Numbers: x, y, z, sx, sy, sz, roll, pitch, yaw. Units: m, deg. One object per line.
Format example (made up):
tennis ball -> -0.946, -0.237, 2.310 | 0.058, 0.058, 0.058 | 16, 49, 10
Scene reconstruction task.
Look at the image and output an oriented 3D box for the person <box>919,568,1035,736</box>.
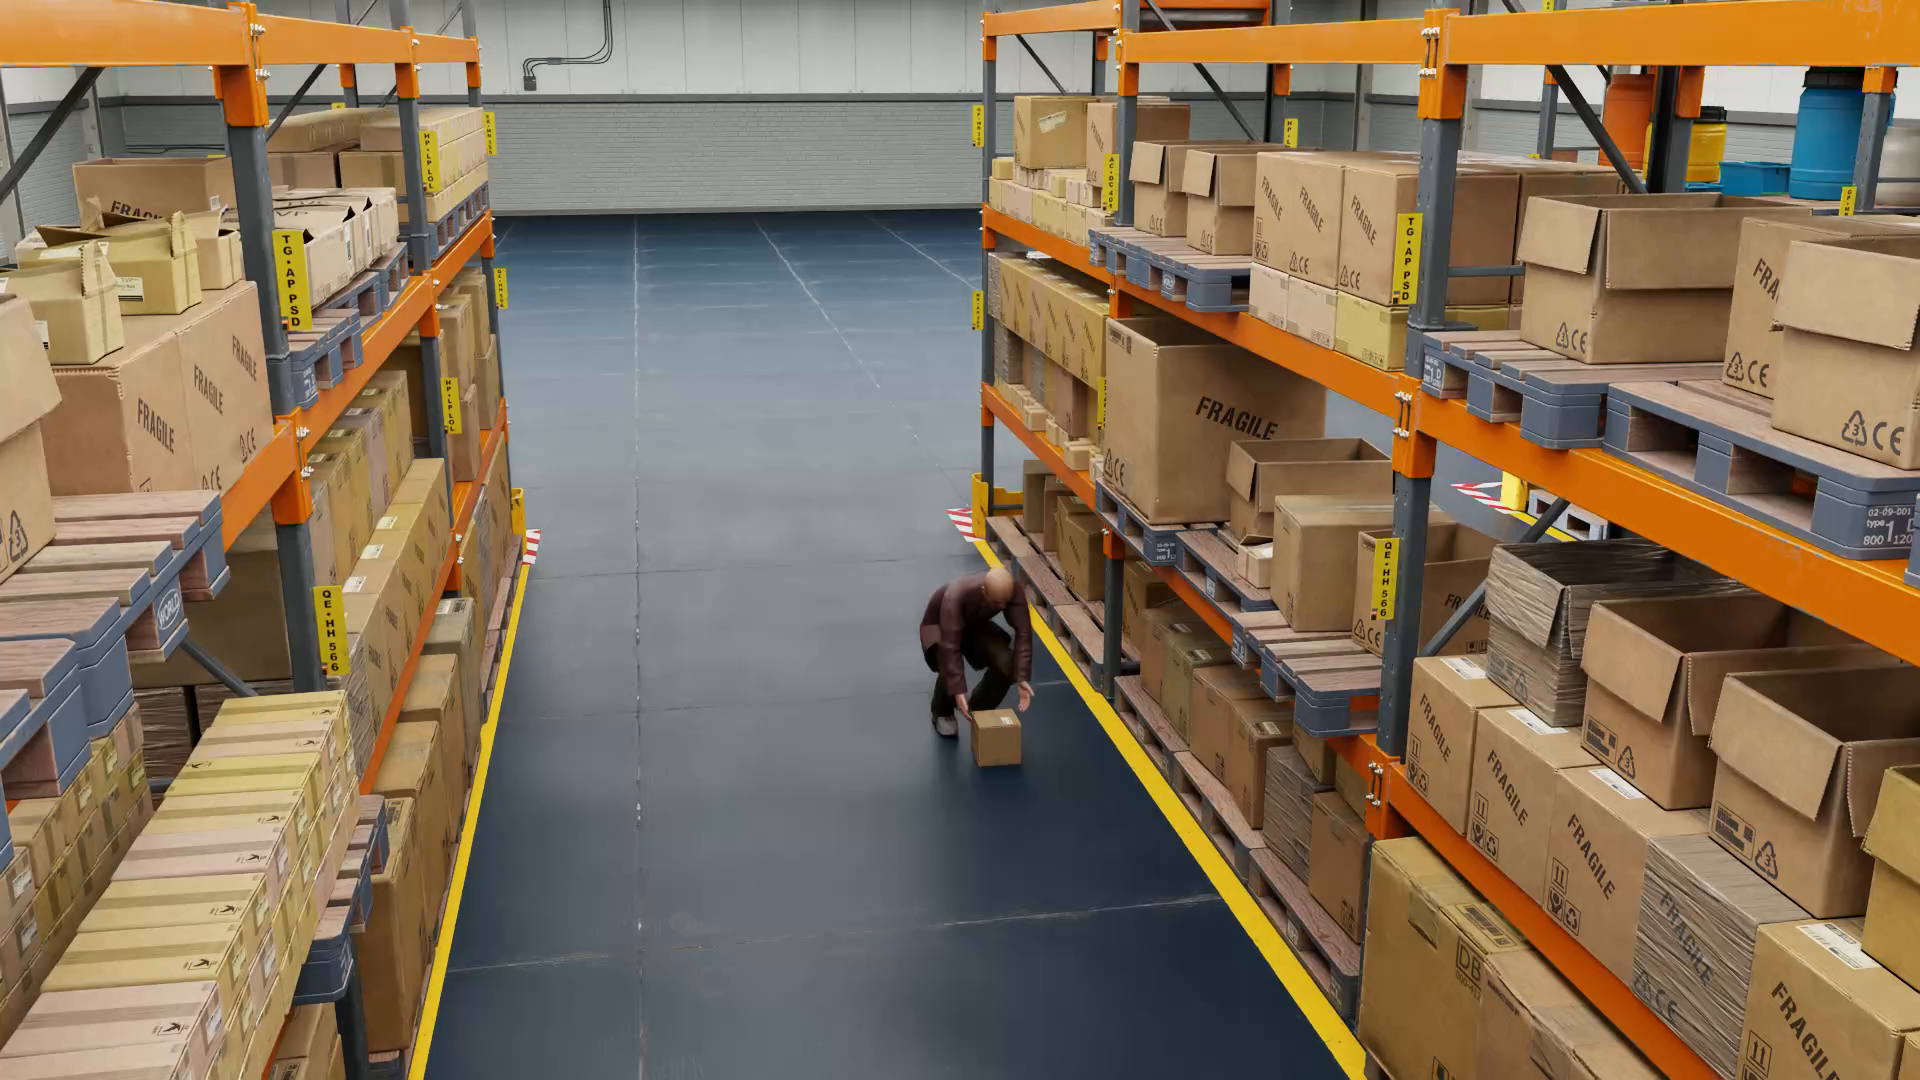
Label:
person -> 0.087, 0.629, 10.062 | 0.619, 1.125, 0.853 | -6, 17, -19
